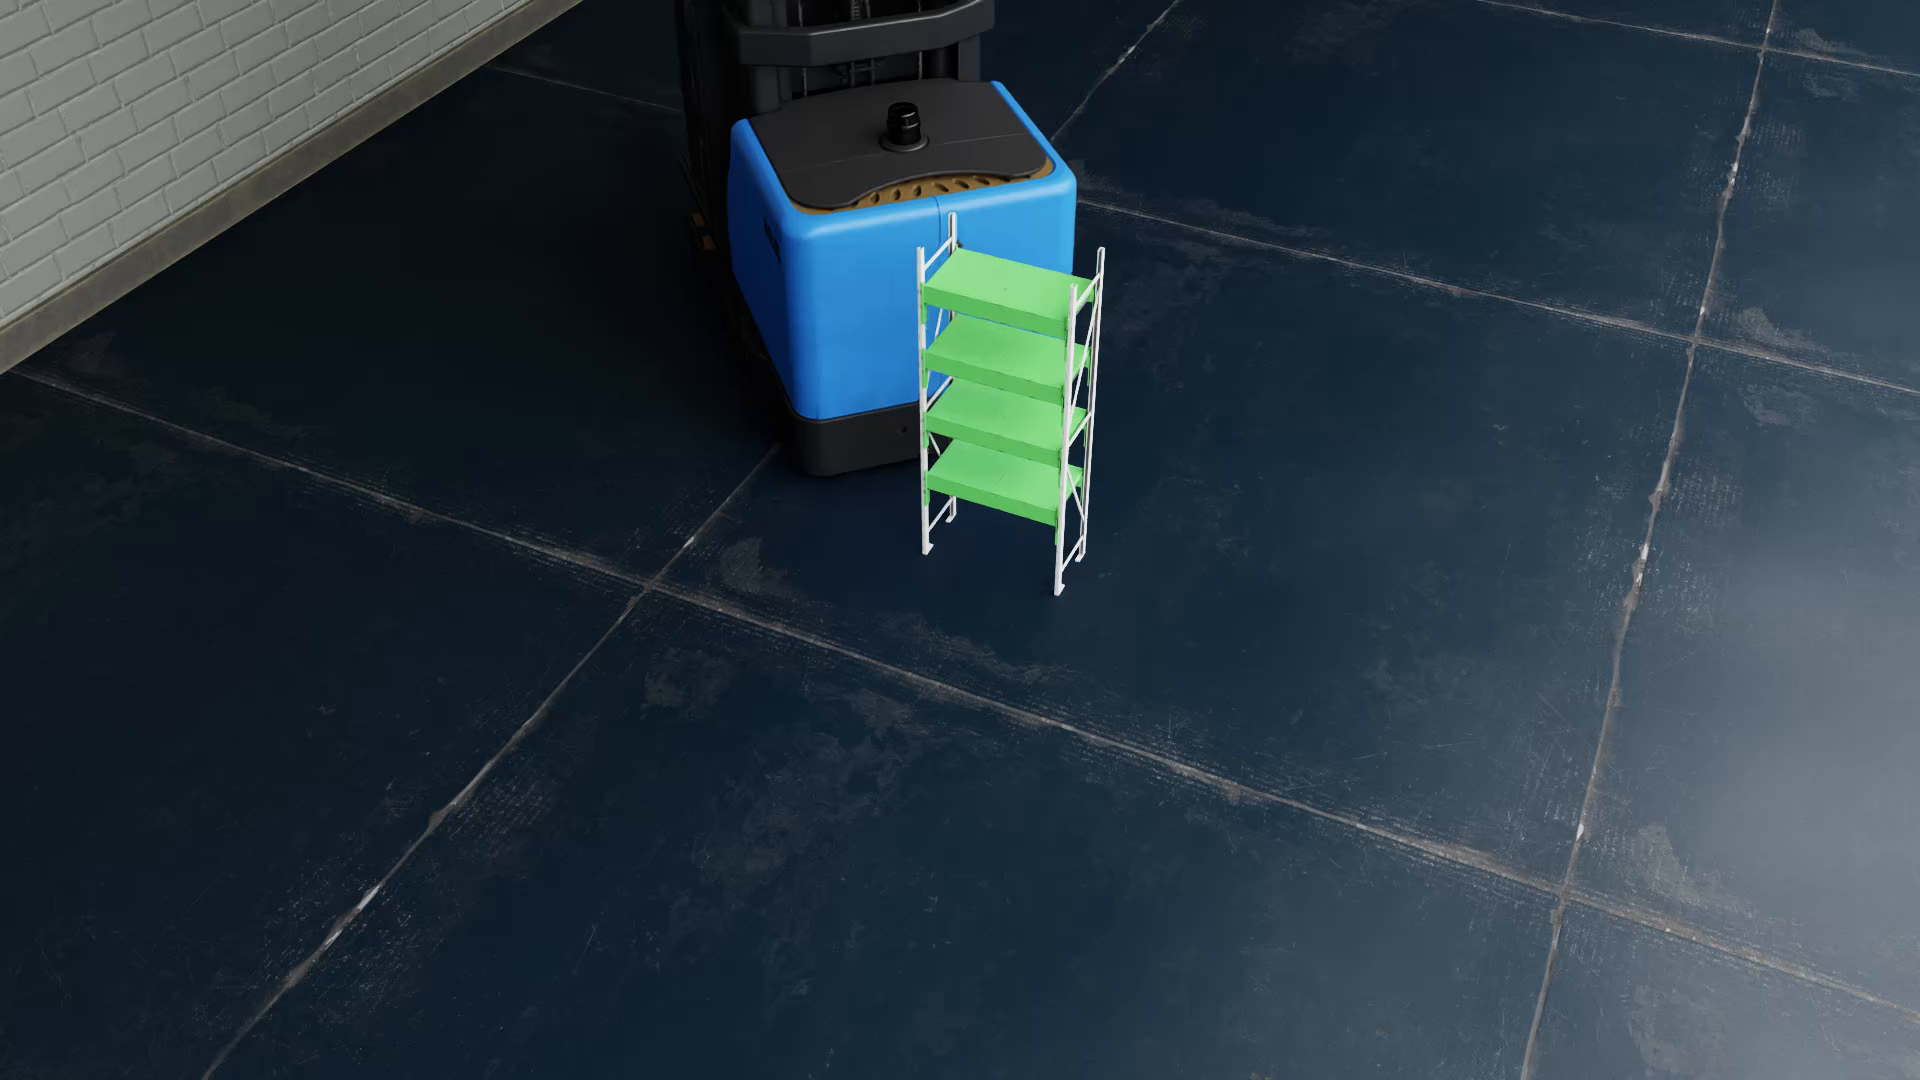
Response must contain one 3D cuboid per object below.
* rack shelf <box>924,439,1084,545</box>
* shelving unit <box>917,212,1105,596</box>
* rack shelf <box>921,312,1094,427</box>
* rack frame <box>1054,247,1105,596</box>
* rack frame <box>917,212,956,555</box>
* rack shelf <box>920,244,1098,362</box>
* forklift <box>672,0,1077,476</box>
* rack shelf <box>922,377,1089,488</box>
[{"bbox_3d":[0.150,-0.178,5.503,0.480,0.148,0.258,17,44,19],"label":"rack shelf"},{"bbox_3d":[0.150,-0.408,5.304,0.503,1.200,0.258,17,44,19],"label":"shelving unit"},{"bbox_3d":[0.150,-0.541,5.189,0.480,0.148,0.258,17,44,19],"label":"rack shelf"},{"bbox_3d":[0.371,-0.340,5.226,0.015,1.200,0.240,17,44,19],"label":"rack frame"},{"bbox_3d":[-0.071,-0.475,5.382,0.015,1.200,0.240,17,44,19],"label":"rack frame"},{"bbox_3d":[0.150,-0.722,5.032,0.480,0.148,0.258,17,44,19],"label":"rack shelf"},{"bbox_3d":[-0.547,-2.309,6.176,1.130,2.935,3.031,-12,42,-14],"label":"forklift"},{"bbox_3d":[0.150,-0.359,5.346,0.480,0.148,0.258,17,44,19],"label":"rack shelf"}]
